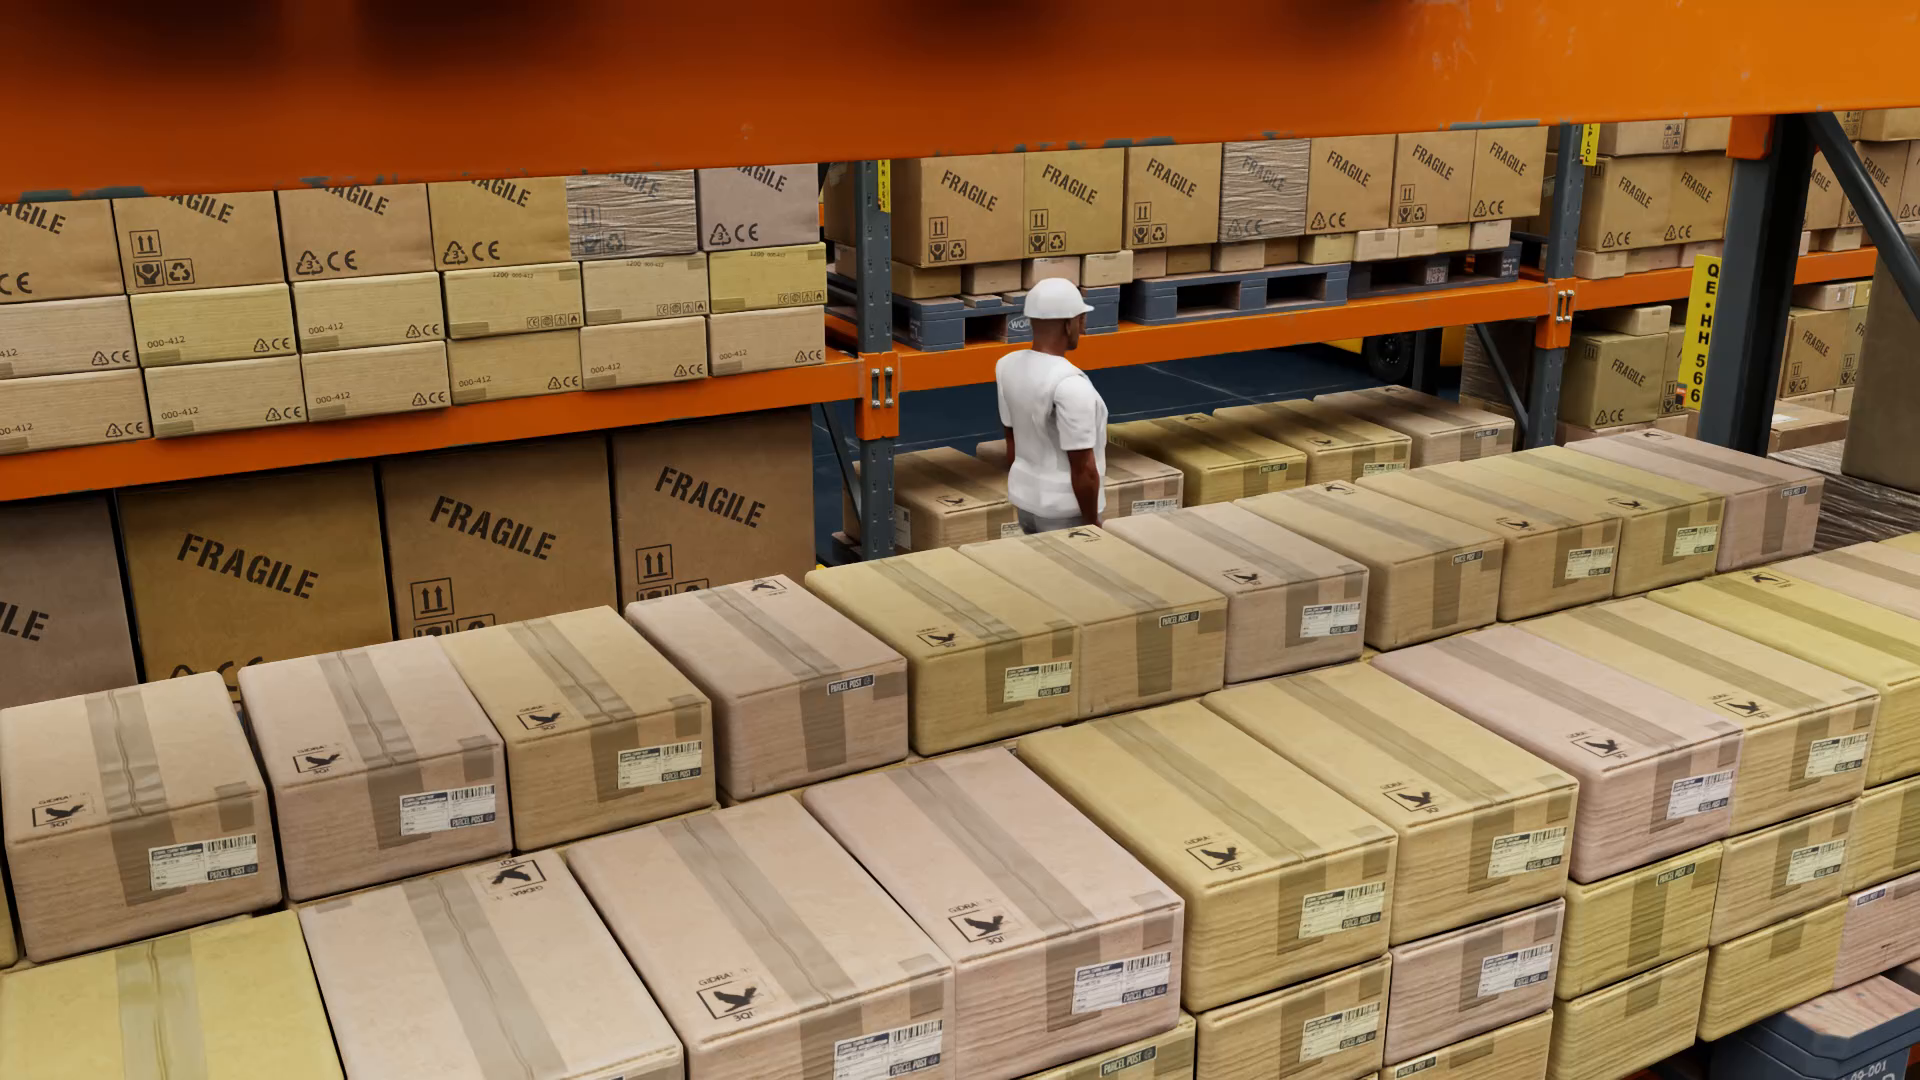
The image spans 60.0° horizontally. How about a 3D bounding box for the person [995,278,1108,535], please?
[{"bbox_3d":[0.372,-0.132,6.440,0.371,1.767,0.565,-10,21,-28],"label":"person"}]
